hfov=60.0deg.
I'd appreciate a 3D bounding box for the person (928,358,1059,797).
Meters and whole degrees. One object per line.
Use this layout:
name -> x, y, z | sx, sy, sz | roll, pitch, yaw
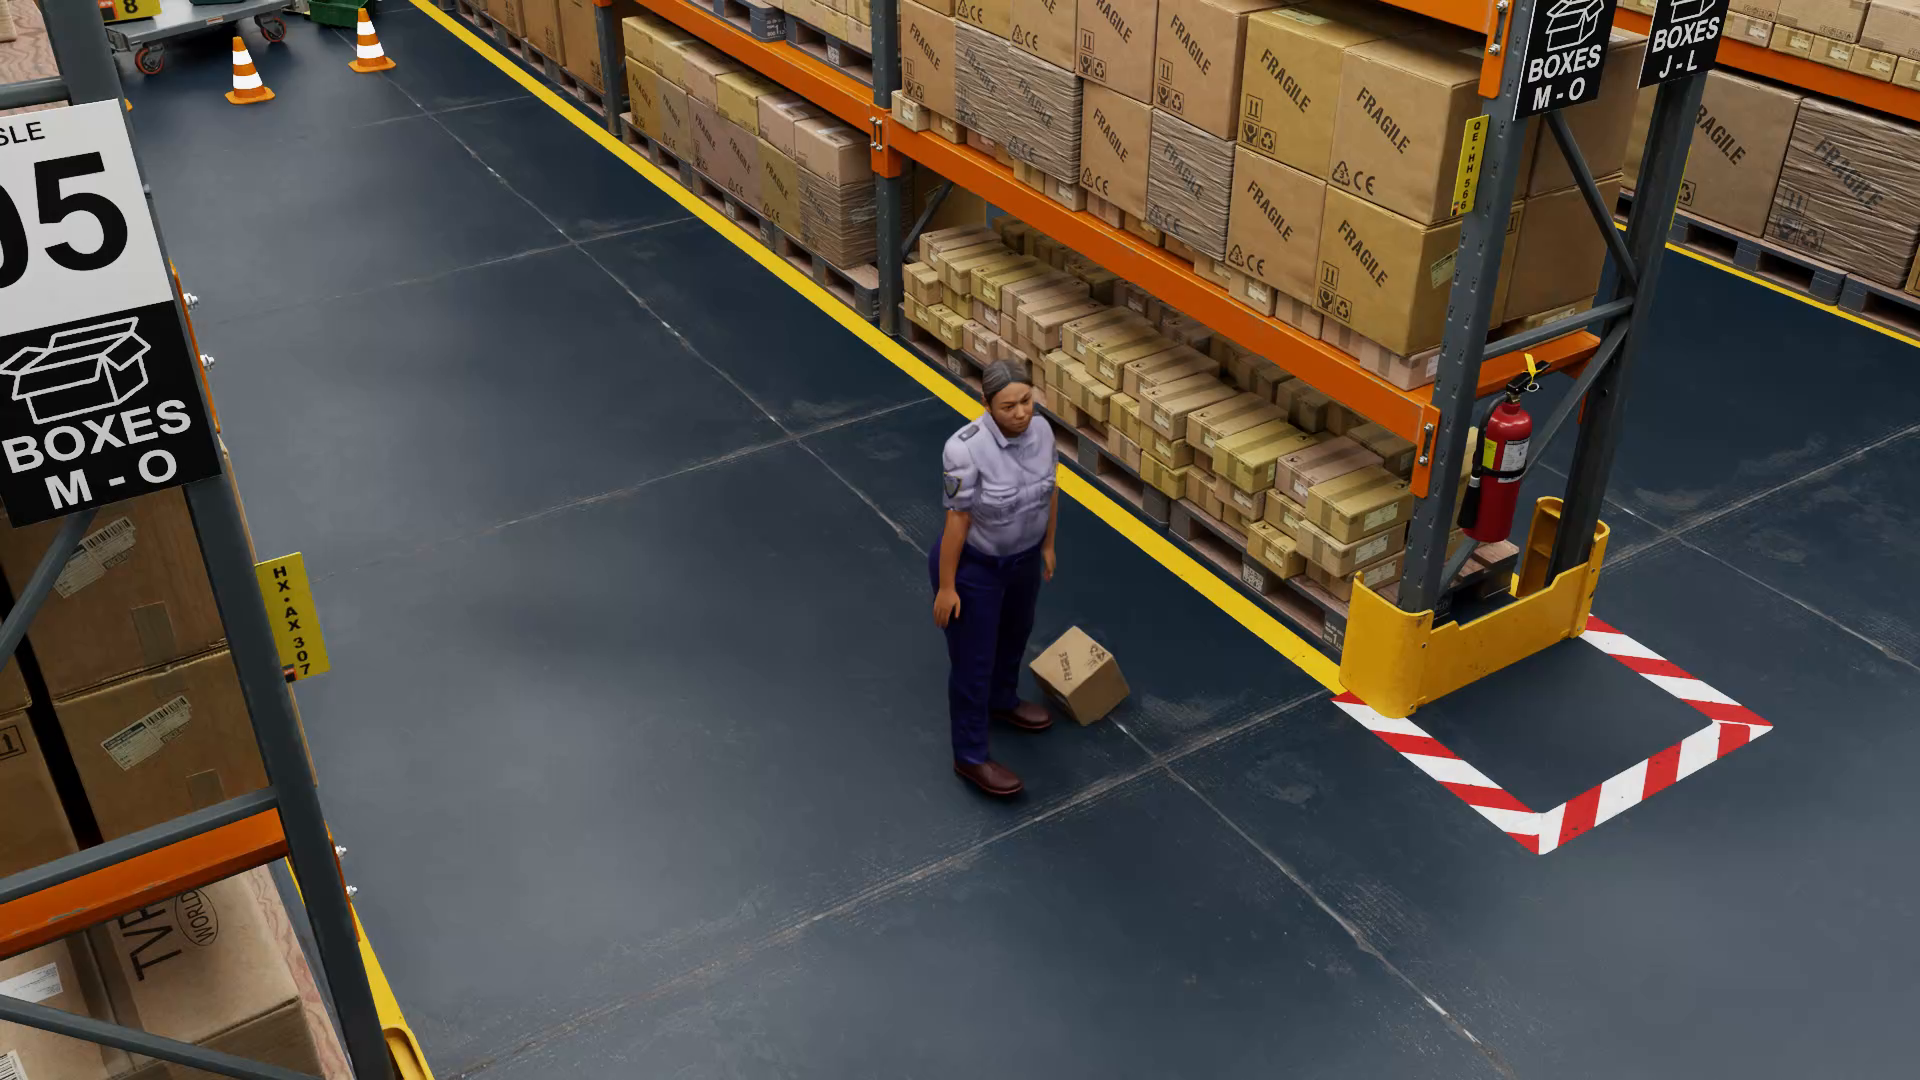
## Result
person -> 0.156, 0.123, 5.918 | 0.588, 1.652, 0.498 | -26, 41, -34
